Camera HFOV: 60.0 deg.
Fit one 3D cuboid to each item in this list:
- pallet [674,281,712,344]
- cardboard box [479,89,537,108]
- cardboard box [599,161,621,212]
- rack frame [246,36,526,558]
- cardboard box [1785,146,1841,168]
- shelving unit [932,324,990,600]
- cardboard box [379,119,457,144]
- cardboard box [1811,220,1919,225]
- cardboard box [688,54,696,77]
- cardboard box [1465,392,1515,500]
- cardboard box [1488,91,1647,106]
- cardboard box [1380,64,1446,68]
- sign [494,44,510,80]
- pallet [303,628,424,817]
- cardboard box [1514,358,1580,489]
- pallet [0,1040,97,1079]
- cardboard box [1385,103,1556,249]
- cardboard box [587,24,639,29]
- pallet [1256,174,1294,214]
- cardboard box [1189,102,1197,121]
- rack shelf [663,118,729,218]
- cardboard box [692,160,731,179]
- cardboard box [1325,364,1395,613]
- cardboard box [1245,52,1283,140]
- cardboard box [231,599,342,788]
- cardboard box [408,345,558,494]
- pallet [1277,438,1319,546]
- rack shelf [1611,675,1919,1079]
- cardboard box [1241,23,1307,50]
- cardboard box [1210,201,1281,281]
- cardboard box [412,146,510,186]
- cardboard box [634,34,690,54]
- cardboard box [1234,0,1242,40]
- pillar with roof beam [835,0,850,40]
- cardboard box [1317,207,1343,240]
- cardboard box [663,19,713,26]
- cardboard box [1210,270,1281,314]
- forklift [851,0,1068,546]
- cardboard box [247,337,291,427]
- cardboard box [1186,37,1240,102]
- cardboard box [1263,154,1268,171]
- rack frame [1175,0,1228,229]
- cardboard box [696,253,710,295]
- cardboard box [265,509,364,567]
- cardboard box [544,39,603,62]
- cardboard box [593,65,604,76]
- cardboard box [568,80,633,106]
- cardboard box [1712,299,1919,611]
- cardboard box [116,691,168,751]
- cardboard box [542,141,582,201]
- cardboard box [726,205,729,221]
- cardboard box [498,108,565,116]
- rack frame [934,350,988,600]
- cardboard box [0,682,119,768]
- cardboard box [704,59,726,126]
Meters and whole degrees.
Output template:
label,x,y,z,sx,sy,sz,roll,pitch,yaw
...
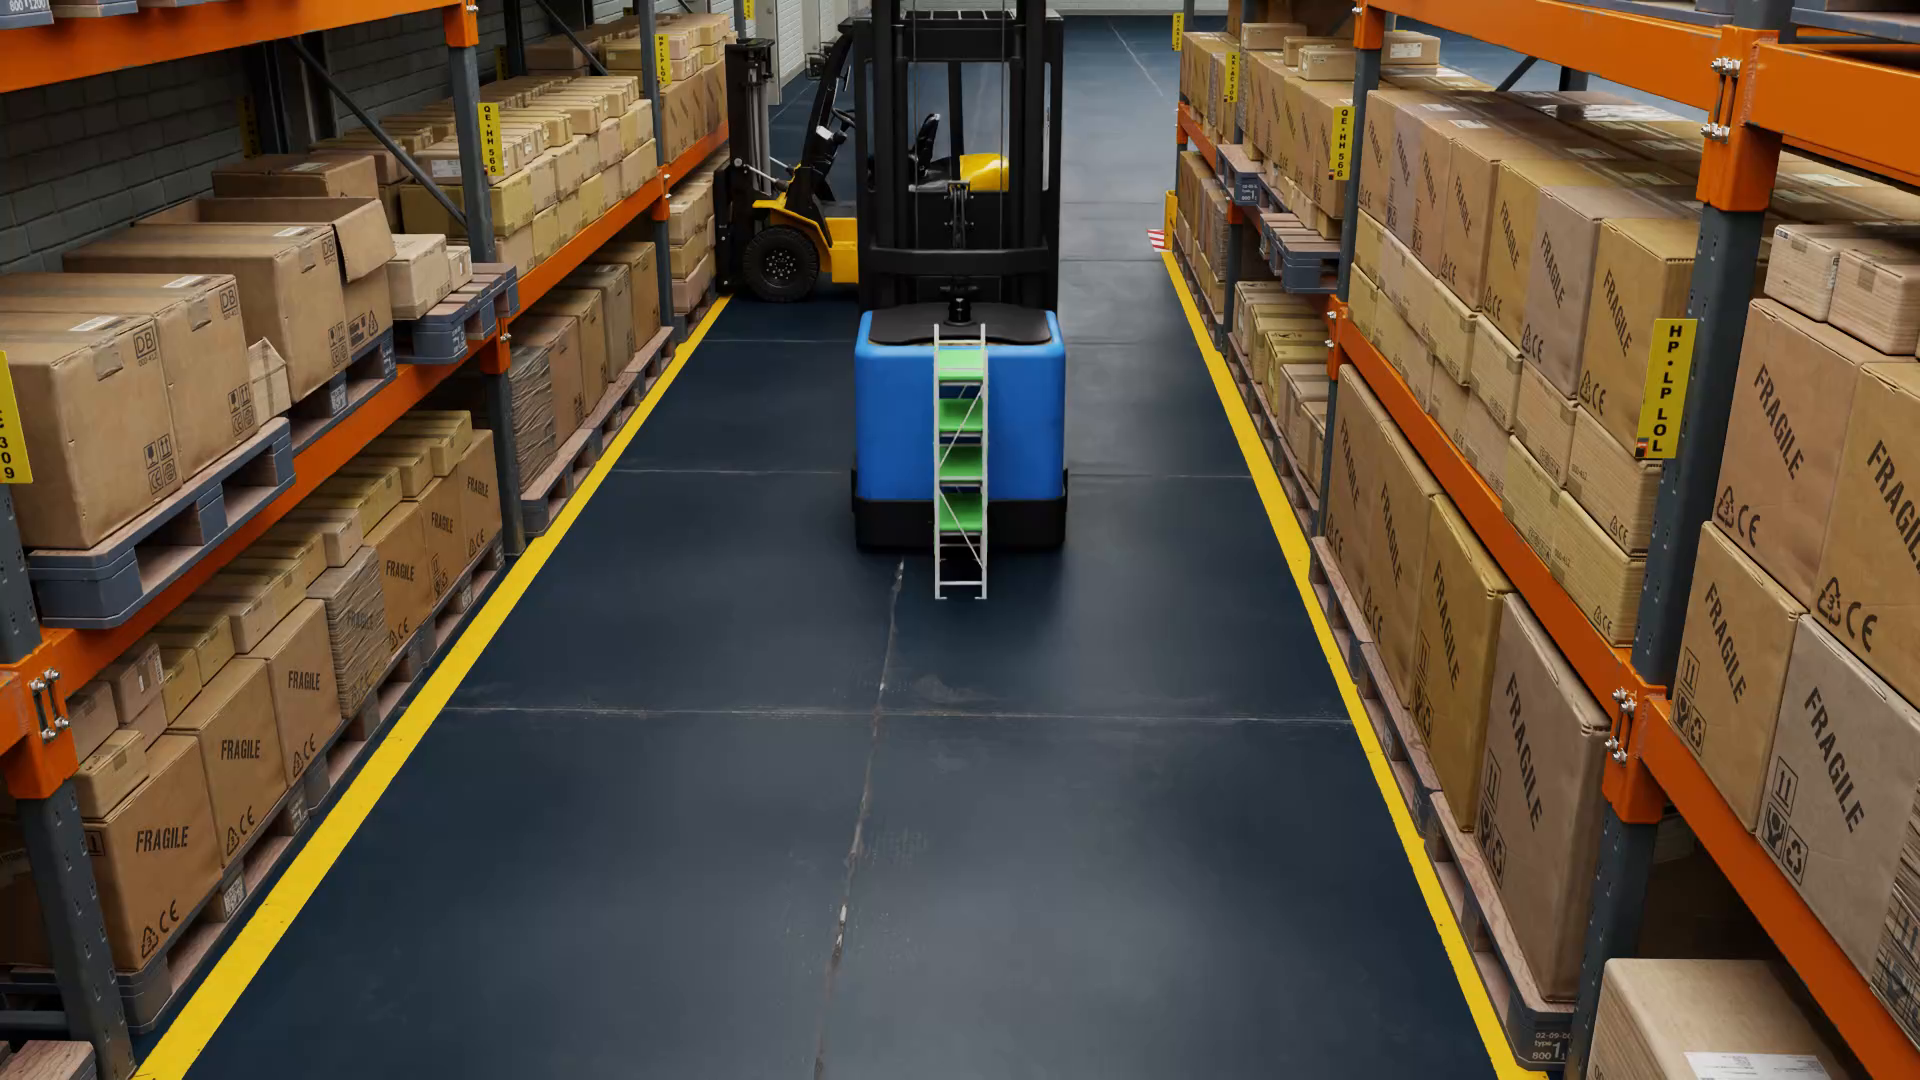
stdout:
label,x,y,z,sx,sy,sz,roll,pitch,yaw
pallet,-2.507,-1.768,12.795,1.003,0.211,1.213,1,21,2
cardboard box,-2.854,-2.726,10.374,0.380,0.149,0.250,0,21,1
cardboard box,-2.383,-2.165,10.170,0.500,0.250,0.500,1,21,2
rack frame,-2.695,-1.335,7.823,1.000,3.000,0.127,1,21,2
cardboard box,7.482,-2.798,13.949,0.875,0.875,0.875,0,21,1
shelving unit,0.002,-0.369,7.821,0.258,1.200,0.503,0,21,-1
cardboard box,-2.899,-2.176,8.955,0.380,0.149,0.250,1,21,1
cardboard box,2.446,-0.504,4.161,0.500,0.500,0.500,1,21,2
cardboard box,-2.223,-3.614,12.662,0.380,0.149,0.250,0,21,1
cardboard box,1.958,-0.297,5.355,0.500,0.250,0.500,0,21,0
cardboard box,2.512,-1.605,6.998,0.500,0.500,0.500,0,21,0
cardboard box,2.568,-2.574,9.885,0.500,0.500,0.500,1,21,3
sign,-3.128,-3.227,11.394,0.100,0.325,0.005,1,21,2
pallet,-2.795,0.675,6.499,1.003,0.211,1.213,1,21,2
cardboard box,1.923,-0.342,4.779,0.500,0.250,0.500,1,21,3
pallet,-2.838,1.660,3.960,1.003,0.211,1.213,1,21,2
cardboard box,2.002,-1.439,6.572,0.500,0.500,0.500,1,21,2
cardboard box,-2.823,-4.128,13.574,0.380,0.149,0.250,0,21,0
pallet,2.286,-1.909,9.566,1.003,0.211,1.213,1,21,2
cardboard box,2.156,-3.659,14.160,0.380,0.149,0.250,1,21,2
rack shelf,-2.512,-3.169,13.544,1.077,0.370,4.000,1,21,2
cardboard box,-2.169,-3.070,14.134,0.500,0.250,0.500,1,21,2
cardboard box,2.163,-0.238,7.353,0.875,0.875,0.875,0,21,1
cardboard box,2.073,-2.762,10.370,0.500,0.500,0.500,1,21,2
cardboard box,-2.551,0.535,5.878,0.500,0.500,0.500,0,21,0
cardboard box,-2.662,-0.649,8.757,0.875,0.625,0.625,1,21,3
pallet,2.292,-0.264,8.918,1.003,0.211,1.213,1,21,2
rack shelf,2.084,1.223,2.225,1.077,0.370,4.000,1,21,2
cardboard box,2.021,-3.245,10.720,0.380,0.149,0.250,1,21,1
cardboard box,2.138,-2.208,12.258,0.500,0.500,0.500,0,21,1
cardboard box,-2.391,-1.796,7.976,0.380,0.149,0.250,1,21,3
cardboard box,-2.259,-3.755,12.614,0.380,0.149,0.250,0,21,1
cardboard box,2.690,-4.456,13.934,0.700,0.500,0.500,1,21,2
pillar with roof beam,1.659,-15.413,35.812,9.100,9.000,0.400,1,21,2
cardboard box,1.977,-1.579,8.219,0.380,0.149,0.250,1,21,2
cardboard box,-2.291,-4.310,14.044,0.380,0.149,0.250,1,21,2
cardboard box,2.138,-1.859,12.393,0.500,0.250,0.500,2,21,4
forklift,-0.012,-1.818,9.162,1.130,2.935,3.031,0,21,-1
cardboard box,-2.391,-0.520,5.328,0.396,0.266,0.258,2,21,4
cardboard box,2.206,-4.004,14.152,0.500,0.500,0.500,1,21,3
cardboard box,2.057,-2.324,10.139,0.380,0.149,0.250,1,21,2
rack frame,2.510,-4.174,15.140,1.000,3.000,0.127,1,21,2
cardboard box,-2.228,-2.050,12.887,0.500,0.250,0.500,0,21,0
cardboard box,-2.525,-0.007,6.380,0.380,0.149,0.250,0,21,-1
cardboard box,-2.822,-3.574,12.147,0.380,0.149,0.250,0,21,1
cardboard box,-2.831,-3.436,12.202,0.380,0.149,0.250,1,21,3
cardboard box,-2.351,-2.911,10.849,0.380,0.149,0.250,0,21,1
cardboard box,1.888,-0.179,3.322,0.500,0.500,0.500,1,21,2
cardboard box,-2.609,0.551,4.941,0.380,0.149,0.250,0,21,0
cardboard box,-2.387,-2.026,9.120,0.500,0.250,0.500,0,21,0
cardboard box,-2.193,-2.646,13.731,0.500,0.250,0.500,1,21,1
cardboard box,-2.451,-2.358,9.424,0.380,0.149,0.250,1,21,2
rack frame,0.004,-0.281,7.594,0.240,1.200,0.015,0,21,-1
cardboard box,-2.600,0.512,4.629,0.380,0.149,0.250,0,21,1
cardboard box,-2.244,-3.721,13.833,0.500,0.500,0.500,0,21,1
